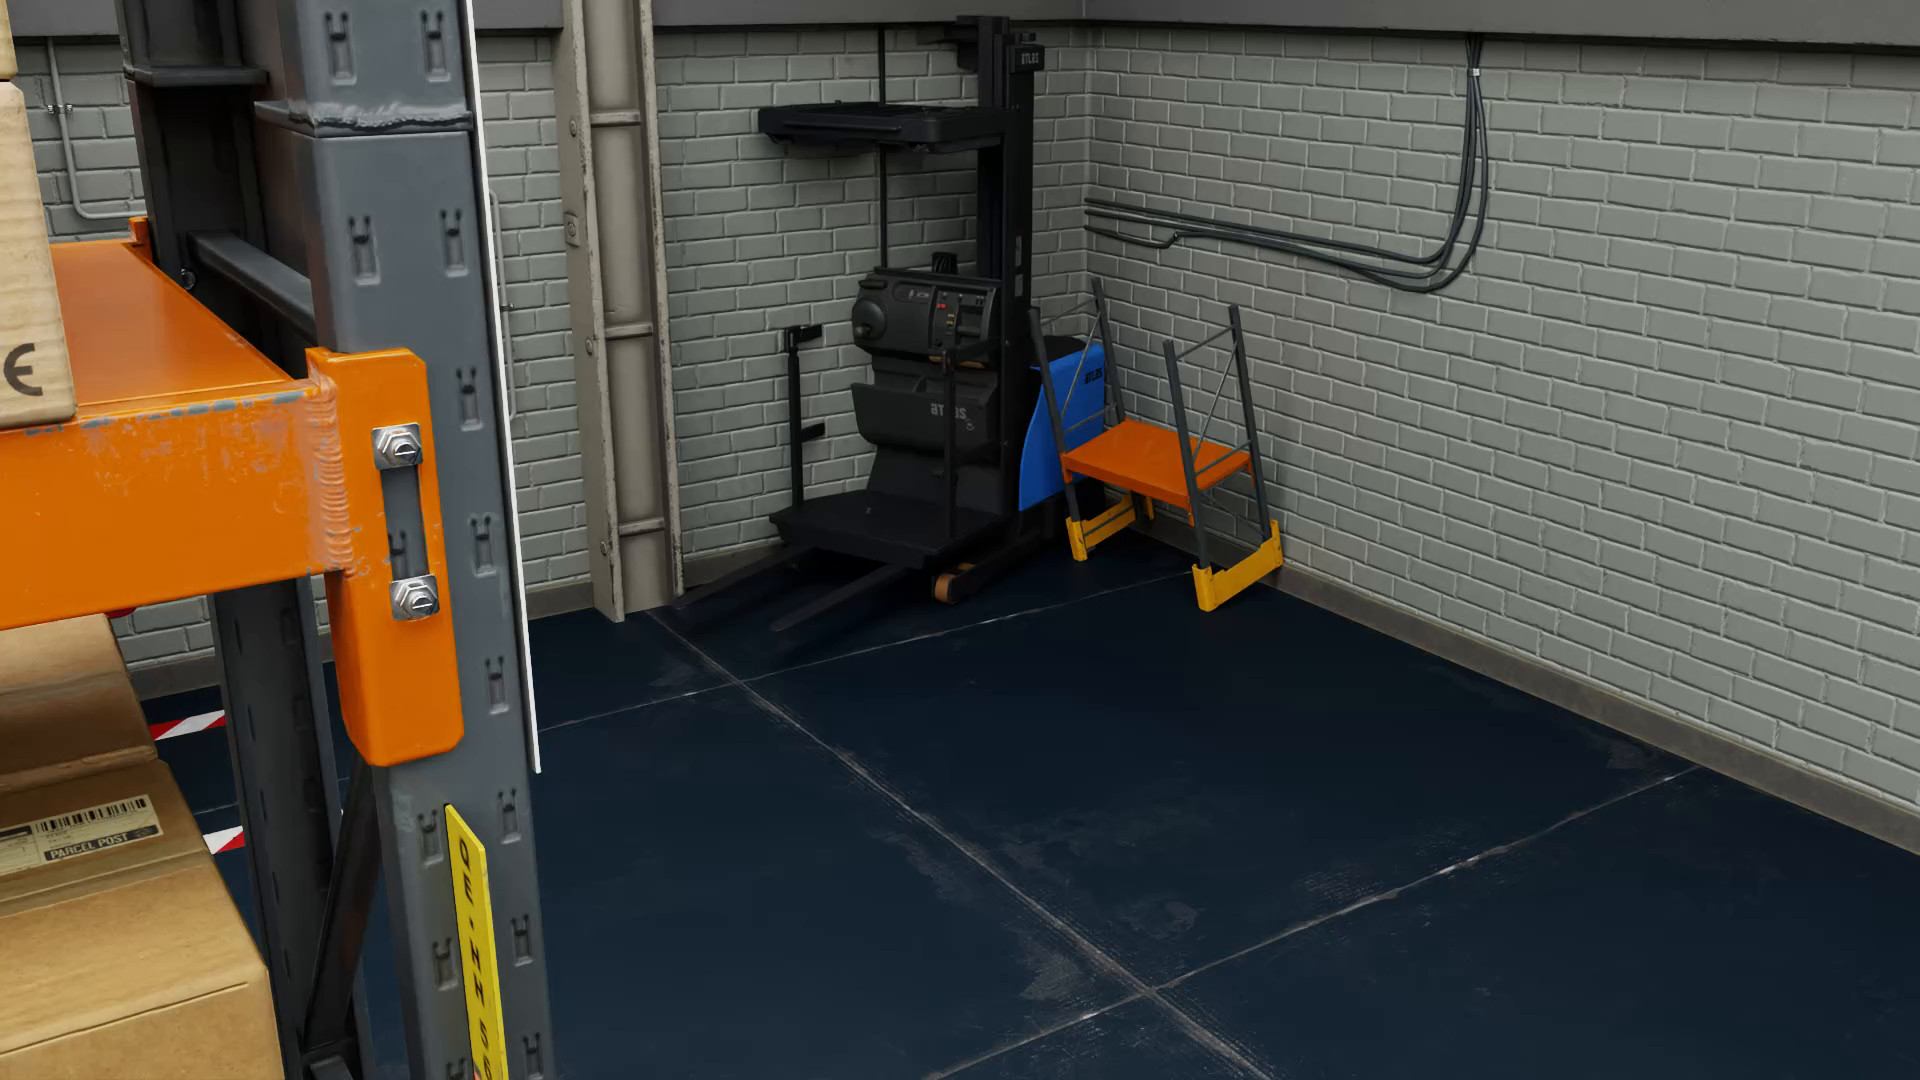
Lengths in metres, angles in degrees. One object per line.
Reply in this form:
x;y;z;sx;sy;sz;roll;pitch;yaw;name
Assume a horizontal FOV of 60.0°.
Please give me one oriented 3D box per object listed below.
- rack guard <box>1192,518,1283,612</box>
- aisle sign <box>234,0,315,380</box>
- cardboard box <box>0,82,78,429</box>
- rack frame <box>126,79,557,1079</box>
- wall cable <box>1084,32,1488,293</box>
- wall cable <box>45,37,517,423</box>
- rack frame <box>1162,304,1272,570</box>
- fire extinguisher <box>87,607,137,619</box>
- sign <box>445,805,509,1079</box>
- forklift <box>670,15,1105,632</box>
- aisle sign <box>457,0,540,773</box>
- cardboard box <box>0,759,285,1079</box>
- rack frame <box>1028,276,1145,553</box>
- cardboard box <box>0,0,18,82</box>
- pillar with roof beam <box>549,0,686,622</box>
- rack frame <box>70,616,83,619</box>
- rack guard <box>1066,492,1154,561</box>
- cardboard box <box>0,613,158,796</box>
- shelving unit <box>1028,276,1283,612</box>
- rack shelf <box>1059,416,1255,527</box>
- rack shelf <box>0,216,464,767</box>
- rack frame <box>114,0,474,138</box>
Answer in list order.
1.464;0.129;8.737;0.587;0.250;0.087;-30;31;-28;rack guard
-0.838;-0.365;2.082;0.004;0.787;0.394;-12;22;-31;aisle sign
-1.018;-0.232;1.298;0.500;0.250;0.500;-12;22;-31;cardboard box
-0.734;0.957;2.231;0.127;3.000;1.000;-12;22;-31;rack frame
1.459;-2.639;8.348;0.112;2.526;3.097;-12;22;-31;wall cable
-2.912;-1.327;7.401;1.851;1.984;0.084;-12;22;-31;wall cable
1.332;-0.410;8.449;0.500;1.500;0.032;-30;31;-28;rack frame
-3.081;-0.057;5.933;0.183;0.674;0.296;-12;22;-31;fire extinguisher
-0.445;0.411;1.545;0.005;0.325;0.100;-12;22;-31;sign
-0.333;-1.218;8.771;1.130;2.935;3.031;11;22;30;forklift
-0.508;-0.205;1.607;0.004;0.787;0.394;-12;22;-31;aisle sign
-0.954;0.588;1.605;0.500;0.500;0.500;-12;22;-32;cardboard box
0.715;-0.666;9.215;0.500;1.500;0.032;-30;31;-28;rack frame
-1.022;-0.471;1.225;0.500;0.250;0.500;-12;22;-31;cardboard box
0.686;-2.765;3.872;0.400;9.000;9.100;-12;22;-31;pillar with roof beam
-3.461;-0.367;6.148;0.127;3.000;1.000;-12;22;-31;rack frame
0.860;-0.122;9.487;0.587;0.250;0.087;-30;31;-28;rack guard
-1.249;0.444;2.032;0.500;0.500;0.500;-11;22;-30;cardboard box
1.029;-0.536;8.825;0.587;1.500;1.083;-30;31;-28;shelving unit
1.062;-0.383;8.914;0.538;0.185;1.000;-30;31;-28;rack shelf
-2.404;0.229;0.823;4.000;0.370;1.077;-12;22;-31;rack shelf
-0.734;-1.885;1.270;0.127;3.000;1.000;-12;22;-31;rack frame
